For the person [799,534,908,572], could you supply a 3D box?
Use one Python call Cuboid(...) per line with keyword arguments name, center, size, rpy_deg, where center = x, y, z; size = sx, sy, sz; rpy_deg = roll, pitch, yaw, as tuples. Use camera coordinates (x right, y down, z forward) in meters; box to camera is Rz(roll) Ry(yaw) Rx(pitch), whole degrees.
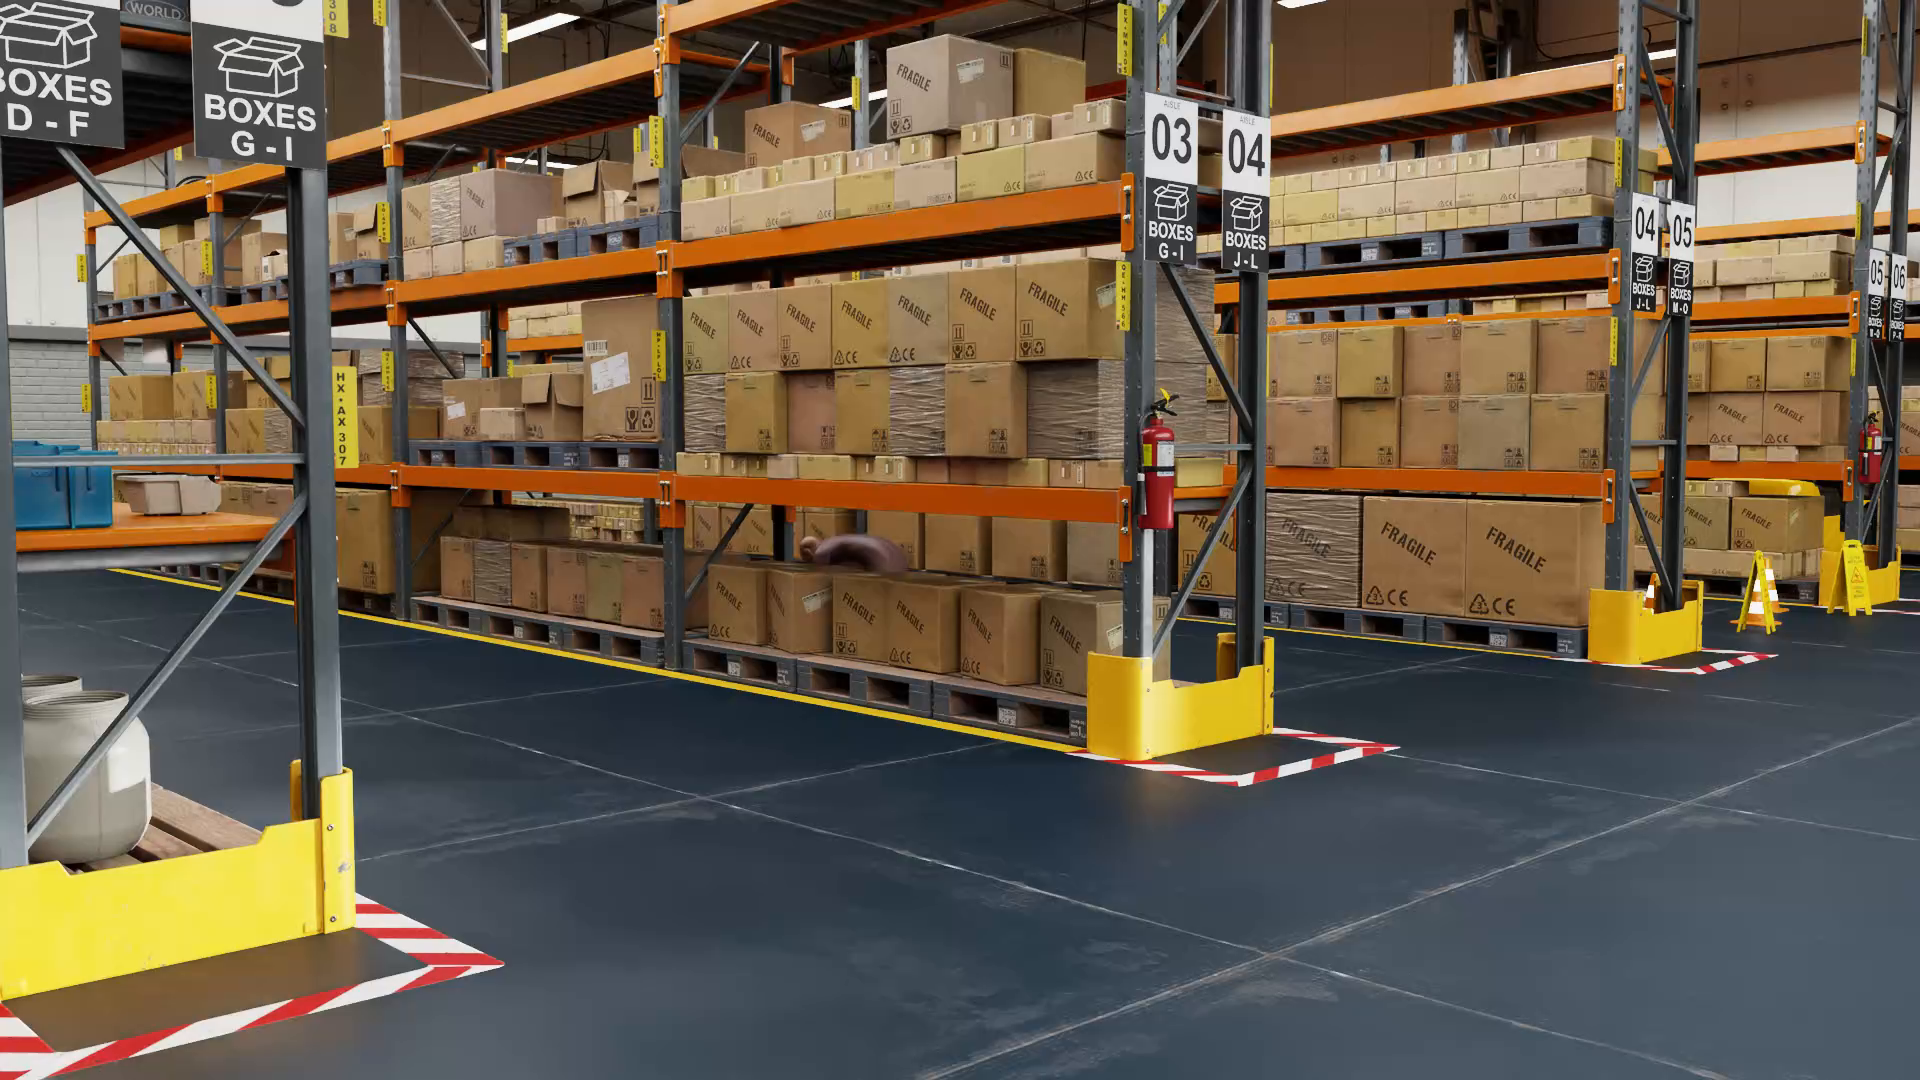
Cuboid(name="person", center=(-0.837, 0.368, 12.679), size=(0.972, 0.823, 0.573), rpy_deg=(3, 5, 36))
